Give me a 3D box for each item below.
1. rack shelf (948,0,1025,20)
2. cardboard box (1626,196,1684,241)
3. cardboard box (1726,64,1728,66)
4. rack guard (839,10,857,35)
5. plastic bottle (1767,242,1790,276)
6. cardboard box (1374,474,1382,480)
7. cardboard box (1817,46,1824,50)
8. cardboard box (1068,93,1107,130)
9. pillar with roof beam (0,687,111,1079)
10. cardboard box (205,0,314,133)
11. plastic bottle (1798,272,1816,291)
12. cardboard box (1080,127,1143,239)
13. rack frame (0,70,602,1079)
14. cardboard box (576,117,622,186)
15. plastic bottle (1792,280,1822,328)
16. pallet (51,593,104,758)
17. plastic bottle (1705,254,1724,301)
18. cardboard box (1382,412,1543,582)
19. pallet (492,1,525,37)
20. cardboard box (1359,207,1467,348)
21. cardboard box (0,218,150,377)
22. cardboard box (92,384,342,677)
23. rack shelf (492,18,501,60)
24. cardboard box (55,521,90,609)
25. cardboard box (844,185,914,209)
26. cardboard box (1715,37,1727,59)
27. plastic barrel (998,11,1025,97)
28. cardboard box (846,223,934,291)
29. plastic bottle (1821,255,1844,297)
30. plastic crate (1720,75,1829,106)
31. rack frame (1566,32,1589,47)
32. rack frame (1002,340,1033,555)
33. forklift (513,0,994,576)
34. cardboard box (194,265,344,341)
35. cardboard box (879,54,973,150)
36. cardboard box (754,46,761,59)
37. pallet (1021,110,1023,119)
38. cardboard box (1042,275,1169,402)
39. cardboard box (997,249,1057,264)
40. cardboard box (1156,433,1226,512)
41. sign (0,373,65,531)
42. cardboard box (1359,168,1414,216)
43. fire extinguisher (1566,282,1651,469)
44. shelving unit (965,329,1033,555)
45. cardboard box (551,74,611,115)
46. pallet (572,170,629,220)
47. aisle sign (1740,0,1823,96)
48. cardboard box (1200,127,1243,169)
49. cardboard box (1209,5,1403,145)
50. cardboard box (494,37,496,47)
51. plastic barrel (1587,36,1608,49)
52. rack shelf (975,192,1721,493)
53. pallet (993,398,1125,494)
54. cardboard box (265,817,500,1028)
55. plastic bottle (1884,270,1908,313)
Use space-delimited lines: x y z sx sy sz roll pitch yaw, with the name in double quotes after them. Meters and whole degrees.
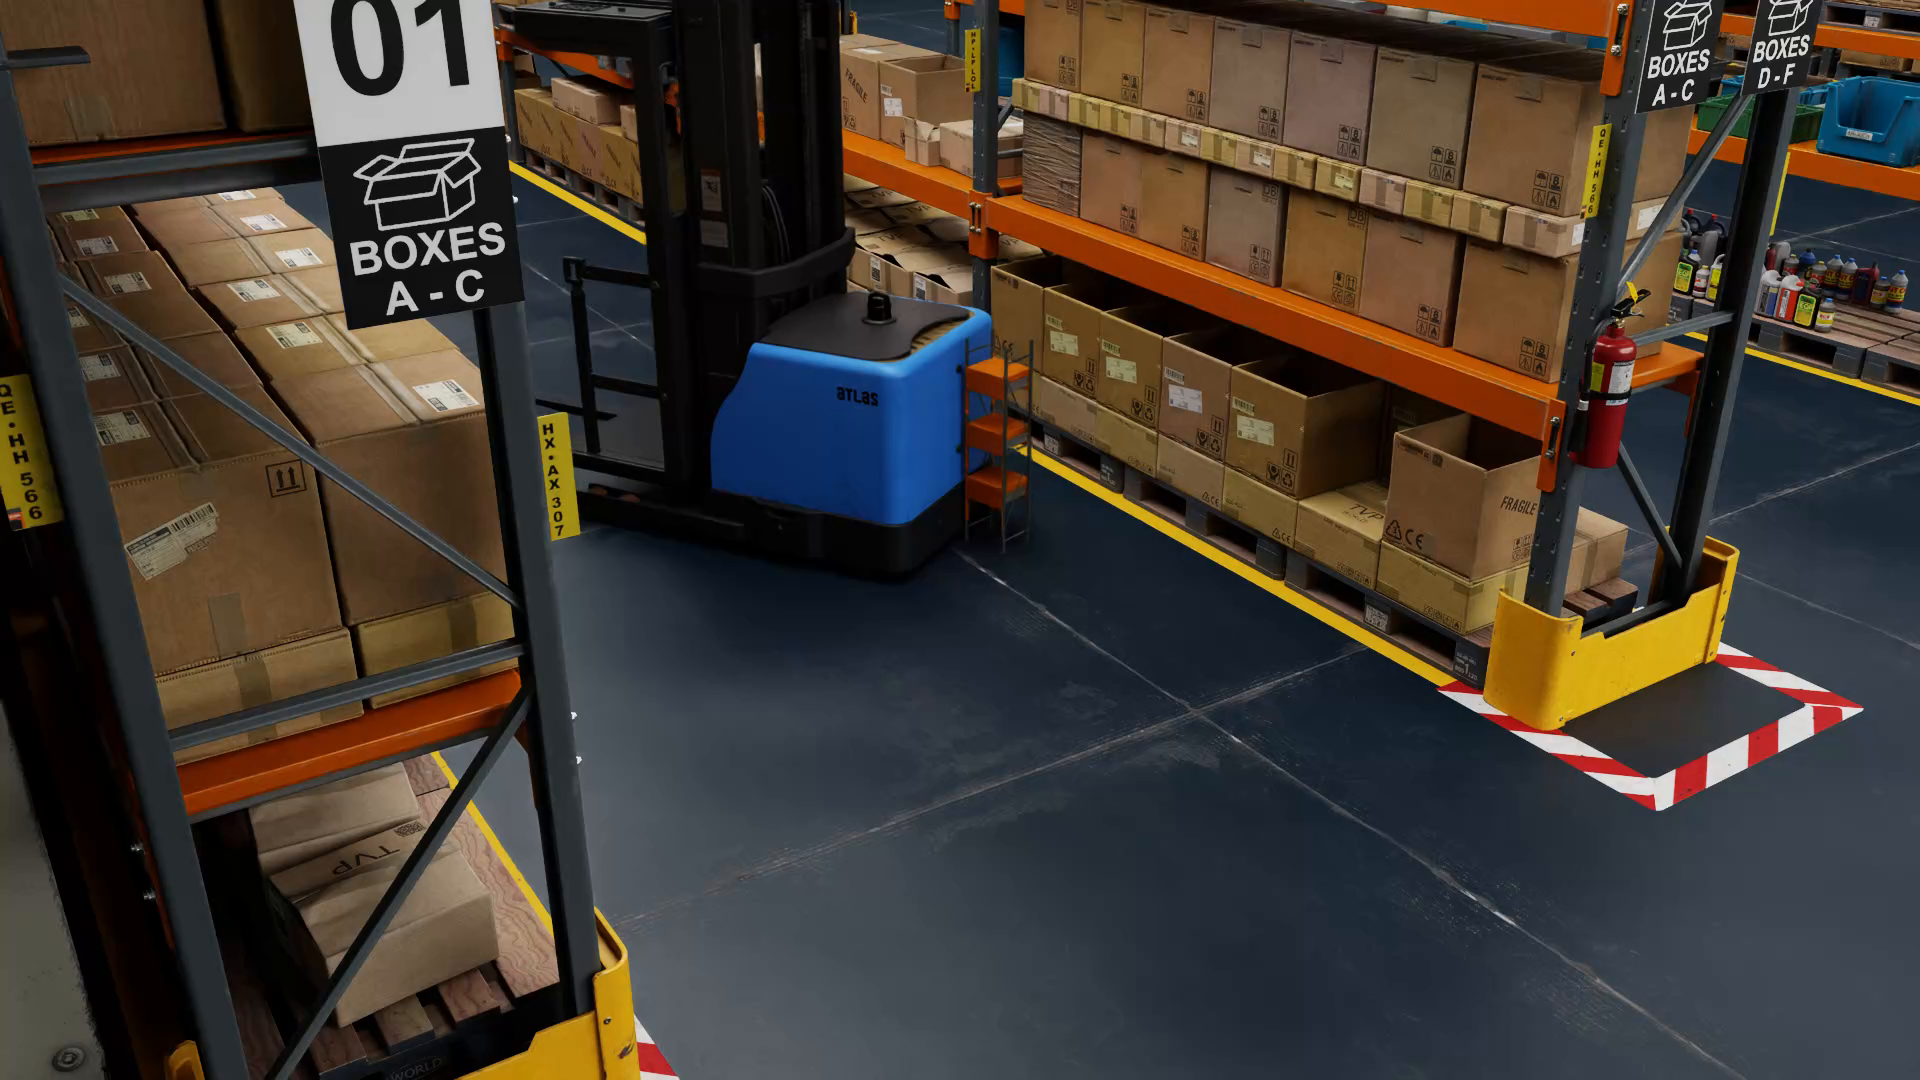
1.398 -5.193 16.590 1.077 0.370 4.000 -16 29 -30 "rack shelf"
2.671 -1.318 6.661 0.380 0.149 0.250 -16 30 -30 "cardboard box"
7.336 -4.596 16.894 0.700 0.500 0.500 -18 31 -34 "cardboard box"
-1.901 -6.540 21.528 1.175 0.500 0.348 -16 29 -30 "rack guard"
5.633 -1.933 11.517 0.152 0.276 0.135 -15 29 -29 "plastic bottle"
2.050 -0.336 8.187 0.500 0.250 0.500 -16 29 -30 "cardboard box"
10.678 -6.449 20.844 0.500 0.500 0.500 -17 30 -32 "cardboard box"
0.785 -2.235 8.604 0.380 0.149 0.250 -16 30 -31 "cardboard box"
1.057 -3.398 4.917 9.100 9.000 0.400 -16 29 -30 "pillar with roof beam"
-1.417 -1.222 3.680 0.500 0.500 0.500 -15 29 -28 "cardboard box"
5.462 -1.589 10.778 0.061 0.283 0.133 -16 29 -30 "plastic bottle"
1.062 -1.920 8.697 0.700 0.500 0.500 -16 30 -30 "cardboard box"
-1.443 0.367 3.969 1.000 3.000 0.127 -16 29 -30 "rack frame"
-2.943 -3.370 14.298 0.500 0.500 0.500 -17 30 -31 "cardboard box"
5.408 -1.505 10.600 0.061 0.283 0.133 -15 29 -28 "plastic bottle"
-3.231 0.429 7.104 1.003 0.211 1.213 -16 29 -30 "pallet"
5.102 -1.769 11.080 0.144 0.351 0.185 -16 30 -30 "plastic bottle"
2.163 -0.197 7.014 0.500 0.500 0.500 -16 29 -30 "cardboard box"
-3.501 -4.683 14.891 1.003 0.211 1.213 -16 29 -30 "pallet"
2.170 -1.191 7.152 0.700 0.500 0.500 -15 29 -28 "cardboard box"
-2.999 -0.762 5.634 0.500 0.500 0.500 -15 29 -28 "cardboard box"
-1.879 -0.032 4.089 0.500 0.500 0.500 -16 30 -30 "cardboard box"
-4.938 -5.471 17.178 1.077 0.370 4.000 -16 29 -30 "rack shelf"
-2.432 -0.058 5.022 0.500 0.250 0.500 -16 30 -30 "cardboard box"
-0.608 -2.355 11.807 0.500 0.311 0.500 -16 30 -30 "cardboard box"
7.329 -4.945 16.756 0.500 0.250 0.500 -12 28 -24 "cardboard box"
0.589 -5.276 17.889 0.600 0.901 0.708 -16 29 -30 "plastic barrel"
-0.500 -1.861 10.761 0.500 0.311 0.500 -16 29 -30 "cardboard box"
5.887 -1.786 11.211 0.097 0.271 0.097 0 25 0 "plastic bottle"
5.505 -2.973 11.218 0.499 0.251 0.616 -16 29 -30 "plastic crate"
4.674 -3.373 11.890 1.000 3.000 0.127 -16 29 -30 "rack frame"
0.274 -0.433 7.947 0.008 1.050 0.200 21 33 37 "rack frame"
-1.381 -1.579 8.171 3.031 2.935 1.130 12 28 24 "forklift"
-1.990 -0.520 5.121 0.500 0.500 0.500 -17 30 -31 "cardboard box"
-0.172 -2.732 10.416 0.500 0.500 0.500 -13 28 -26 "cardboard box"
-1.500 -3.470 12.201 0.500 0.311 0.500 -14 28 -26 "cardboard box"
1.363 -4.250 17.017 1.003 0.211 1.213 -16 29 -30 "pallet"
0.792 -1.089 8.904 0.500 0.500 0.500 -16 29 -30 "cardboard box"
0.504 -1.625 10.262 0.500 0.311 0.500 -15 29 -29 "cardboard box"
1.336 -0.392 8.306 0.500 0.250 0.500 -16 29 -30 "cardboard box"
-1.919 -0.177 3.396 0.100 0.325 0.005 -16 29 -30 "sign"
1.917 -1.495 7.036 0.380 0.149 0.250 -15 29 -29 "cardboard box"
2.380 -0.603 6.115 0.296 0.674 0.183 -16 29 -30 "fire extinguisher"
0.183 -0.468 8.021 0.252 1.050 0.215 21 33 37 "shelving unit"
-3.240 -3.901 14.545 0.500 0.250 0.500 -15 29 -29 "cardboard box"
-2.700 -3.101 14.582 1.003 0.211 1.213 -16 29 -30 "pallet"
2.997 -2.012 5.964 0.394 0.787 0.004 -16 29 -30 "aisle sign"
1.354 -1.864 7.817 0.380 0.149 0.250 -16 30 -30 "cardboard box"
1.591 -2.156 7.676 0.700 0.500 0.500 -16 29 -30 "cardboard box"
-5.526 -5.443 18.689 0.500 0.500 0.500 -16 29 -30 "cardboard box"
4.716 -3.808 12.226 0.600 0.901 0.708 -16 29 -30 "plastic barrel"
1.613 -1.179 8.086 1.077 0.370 4.000 -16 29 -30 "rack shelf"
0.920 -0.664 9.420 1.003 0.211 1.213 -16 29 -30 "pallet"
-1.746 1.115 5.018 0.500 0.311 0.500 -19 32 -35 "cardboard box"
6.129 -1.628 10.876 0.097 0.271 0.097 0 25 0 "plastic bottle"
